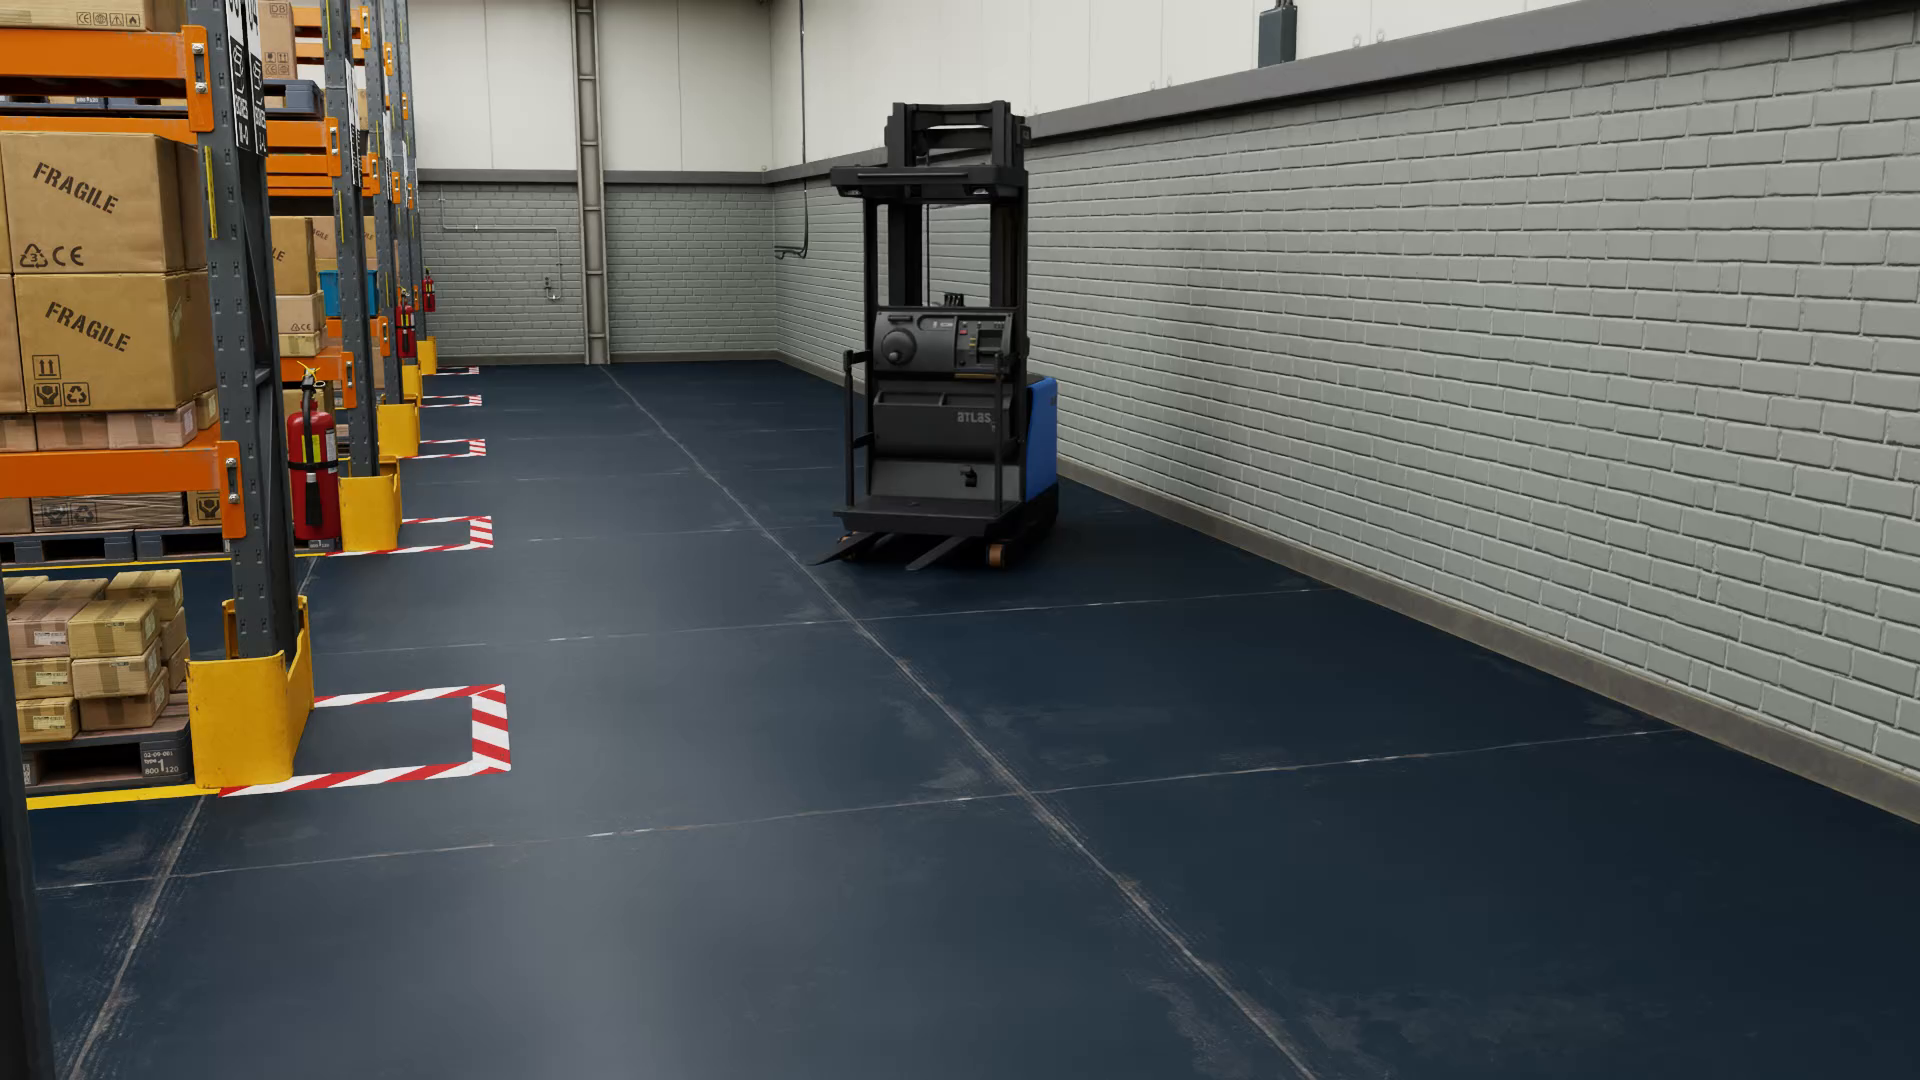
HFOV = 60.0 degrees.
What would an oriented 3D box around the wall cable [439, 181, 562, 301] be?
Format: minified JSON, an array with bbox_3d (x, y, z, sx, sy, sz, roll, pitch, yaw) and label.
[{"bbox_3d":[-7.330,-4.812,26.594,1.851,1.984,0.084,-3,11,-16],"label":"wall cable"}]

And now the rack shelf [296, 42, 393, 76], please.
[{"bbox_3d":[-8.828,-5.716,19.737,4.000,0.370,1.077,-3,11,-16],"label":"rack shelf"}]

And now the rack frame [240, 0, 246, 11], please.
[{"bbox_3d":[-2.853,-3.583,6.154,0.127,3.000,1.000,-3,11,-16],"label":"rack frame"}]

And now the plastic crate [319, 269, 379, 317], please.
[{"bbox_3d":[-5.796,-2.358,15.809,0.499,0.435,0.616,-3,11,-16],"label":"plastic crate"}]

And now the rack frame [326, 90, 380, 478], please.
[{"bbox_3d":[-4.142,-1.500,11.409,0.127,3.000,1.000,-3,11,-16],"label":"rack frame"}]

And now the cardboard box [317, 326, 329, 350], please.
[{"bbox_3d":[-4.575,-1.416,11.646,0.250,0.149,0.380,-3,11,-15],"label":"cardboard box"}]

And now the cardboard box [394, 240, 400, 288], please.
[{"bbox_3d":[-8.782,-4.203,25.264,0.700,0.700,0.980,-3,11,-13],"label":"cardboard box"}]

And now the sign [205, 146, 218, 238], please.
[{"bbox_3d":[-2.717,-1.260,6.035,0.005,0.325,0.100,-3,11,-16],"label":"sign"}]

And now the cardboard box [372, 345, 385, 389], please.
[{"bbox_3d":[-7.360,-2.139,20.569,0.500,0.500,0.500,-3,11,-16],"label":"cardboard box"}]

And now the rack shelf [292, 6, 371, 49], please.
[{"bbox_3d":[-7.447,-4.660,15.094,4.000,0.370,1.077,-3,11,-16],"label":"rack shelf"}]

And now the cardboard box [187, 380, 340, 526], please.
[{"bbox_3d":[-4.734,-0.615,11.312,0.875,0.875,0.875,-3,11,-16],"label":"cardboard box"}]

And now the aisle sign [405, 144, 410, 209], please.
[{"bbox_3d":[-6.924,-4.555,20.825,0.004,0.787,0.394,-3,11,-16],"label":"aisle sign"}]

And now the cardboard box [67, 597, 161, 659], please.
[{"bbox_3d":[-3.290,0.341,6.479,0.250,0.149,0.380,-3,11,-15],"label":"cardboard box"}]

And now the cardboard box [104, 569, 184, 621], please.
[{"bbox_3d":[-3.451,0.238,7.041,0.250,0.149,0.380,-4,11,-19],"label":"cardboard box"}]

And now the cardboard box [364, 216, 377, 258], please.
[{"bbox_3d":[-7.258,-3.693,20.283,0.500,0.500,0.500,-3,11,-16],"label":"cardboard box"}]

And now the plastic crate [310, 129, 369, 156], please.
[{"bbox_3d":[-5.974,-3.801,15.983,0.590,0.269,0.497,-3,11,-16],"label":"plastic crate"}]

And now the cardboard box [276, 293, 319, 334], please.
[{"bbox_3d":[-4.533,-1.502,11.012,0.500,0.250,0.500,-3,11,-17],"label":"cardboard box"}]

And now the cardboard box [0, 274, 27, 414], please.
[{"bbox_3d":[-3.708,-0.735,6.158,0.500,0.500,0.500,-3,11,-17],"label":"cardboard box"}]

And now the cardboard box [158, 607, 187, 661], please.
[{"bbox_3d":[-3.428,0.399,6.989,0.250,0.149,0.380,-3,11,-14],"label":"cardboard box"}]

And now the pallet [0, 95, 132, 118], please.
[{"bbox_3d":[-6.025,-2.830,10.593,1.213,0.211,1.003,-3,11,-16],"label":"pallet"}]

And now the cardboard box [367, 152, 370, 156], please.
[{"bbox_3d":[-7.327,-4.552,20.116,0.500,0.250,0.500,-3,11,-16],"label":"cardboard box"}]

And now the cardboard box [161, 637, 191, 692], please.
[{"bbox_3d":[-3.445,0.534,7.076,0.250,0.149,0.380,-3,11,-15],"label":"cardboard box"}]

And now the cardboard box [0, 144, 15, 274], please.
[{"bbox_3d":[-3.709,-1.228,6.071,0.500,0.500,0.500,-3,11,-18],"label":"cardboard box"}]

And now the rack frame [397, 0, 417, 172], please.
[{"bbox_3d":[-8.295,-7.034,24.898,0.127,3.000,1.000,-3,11,-16],"label":"rack frame"}]

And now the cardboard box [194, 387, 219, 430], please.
[{"bbox_3d":[-3.255,-0.550,6.941,0.250,0.149,0.380,-3,11,-16],"label":"cardboard box"}]

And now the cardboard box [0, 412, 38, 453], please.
[{"bbox_3d":[-3.573,-0.422,6.248,0.250,0.149,0.380,-3,11,-17],"label":"cardboard box"}]

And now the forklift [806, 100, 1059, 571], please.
[{"bbox_3d":[-0.165,-1.333,10.691,1.130,2.935,3.031,3,11,15],"label":"forklift"}]

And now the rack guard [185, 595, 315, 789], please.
[{"bbox_3d":[-2.926,0.601,6.903,0.348,0.500,1.175,-3,11,-16],"label":"rack guard"}]

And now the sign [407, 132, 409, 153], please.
[{"bbox_3d":[-8.157,-5.860,24.580,0.005,0.325,0.100,-3,11,-16],"label":"sign"}]

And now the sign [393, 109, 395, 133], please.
[{"bbox_3d":[-6.771,-5.035,19.883,0.005,0.325,0.100,-3,11,-16],"label":"sign"}]

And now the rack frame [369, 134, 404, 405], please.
[{"bbox_3d":[-5.526,-2.361,16.086,0.127,3.000,1.000,-3,11,-16],"label":"rack frame"}]

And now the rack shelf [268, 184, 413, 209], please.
[{"bbox_3d":[-10.216,-5.103,24.685,4.000,0.370,1.077,-3,11,-16],"label":"rack shelf"}]

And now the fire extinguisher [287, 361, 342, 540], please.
[{"bbox_3d":[-2.482,-0.344,6.372,0.183,0.674,0.296,-3,11,-16],"label":"fire extinguisher"}]

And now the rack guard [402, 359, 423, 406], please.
[{"bbox_3d":[-6.980,-1.989,20.970,0.348,0.500,1.175,-3,11,-16],"label":"rack guard"}]

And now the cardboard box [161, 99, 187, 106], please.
[{"bbox_3d":[-9.294,-5.094,19.610,0.500,0.500,0.700,-3,11,-16],"label":"cardboard box"}]

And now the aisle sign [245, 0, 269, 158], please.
[{"bbox_3d":[-2.866,-1.967,6.766,0.004,0.787,0.394,-3,11,-16],"label":"aisle sign"}]

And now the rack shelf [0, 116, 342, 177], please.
[{"bbox_3d":[-6.062,-2.520,10.653,4.000,0.370,1.077,-3,11,-16],"label":"rack shelf"}]

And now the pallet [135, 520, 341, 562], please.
[{"bbox_3d":[-4.888,-0.074,11.368,1.213,0.211,1.003,-3,11,-16],"label":"pallet"}]

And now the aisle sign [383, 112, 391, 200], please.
[{"bbox_3d":[-5.375,-3.592,15.594,0.004,0.787,0.394,-3,11,-16],"label":"aisle sign"}]

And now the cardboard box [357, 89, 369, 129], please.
[{"bbox_3d":[-7.396,-5.209,20.236,0.500,0.500,0.700,-3,11,-16],"label":"cardboard box"}]
